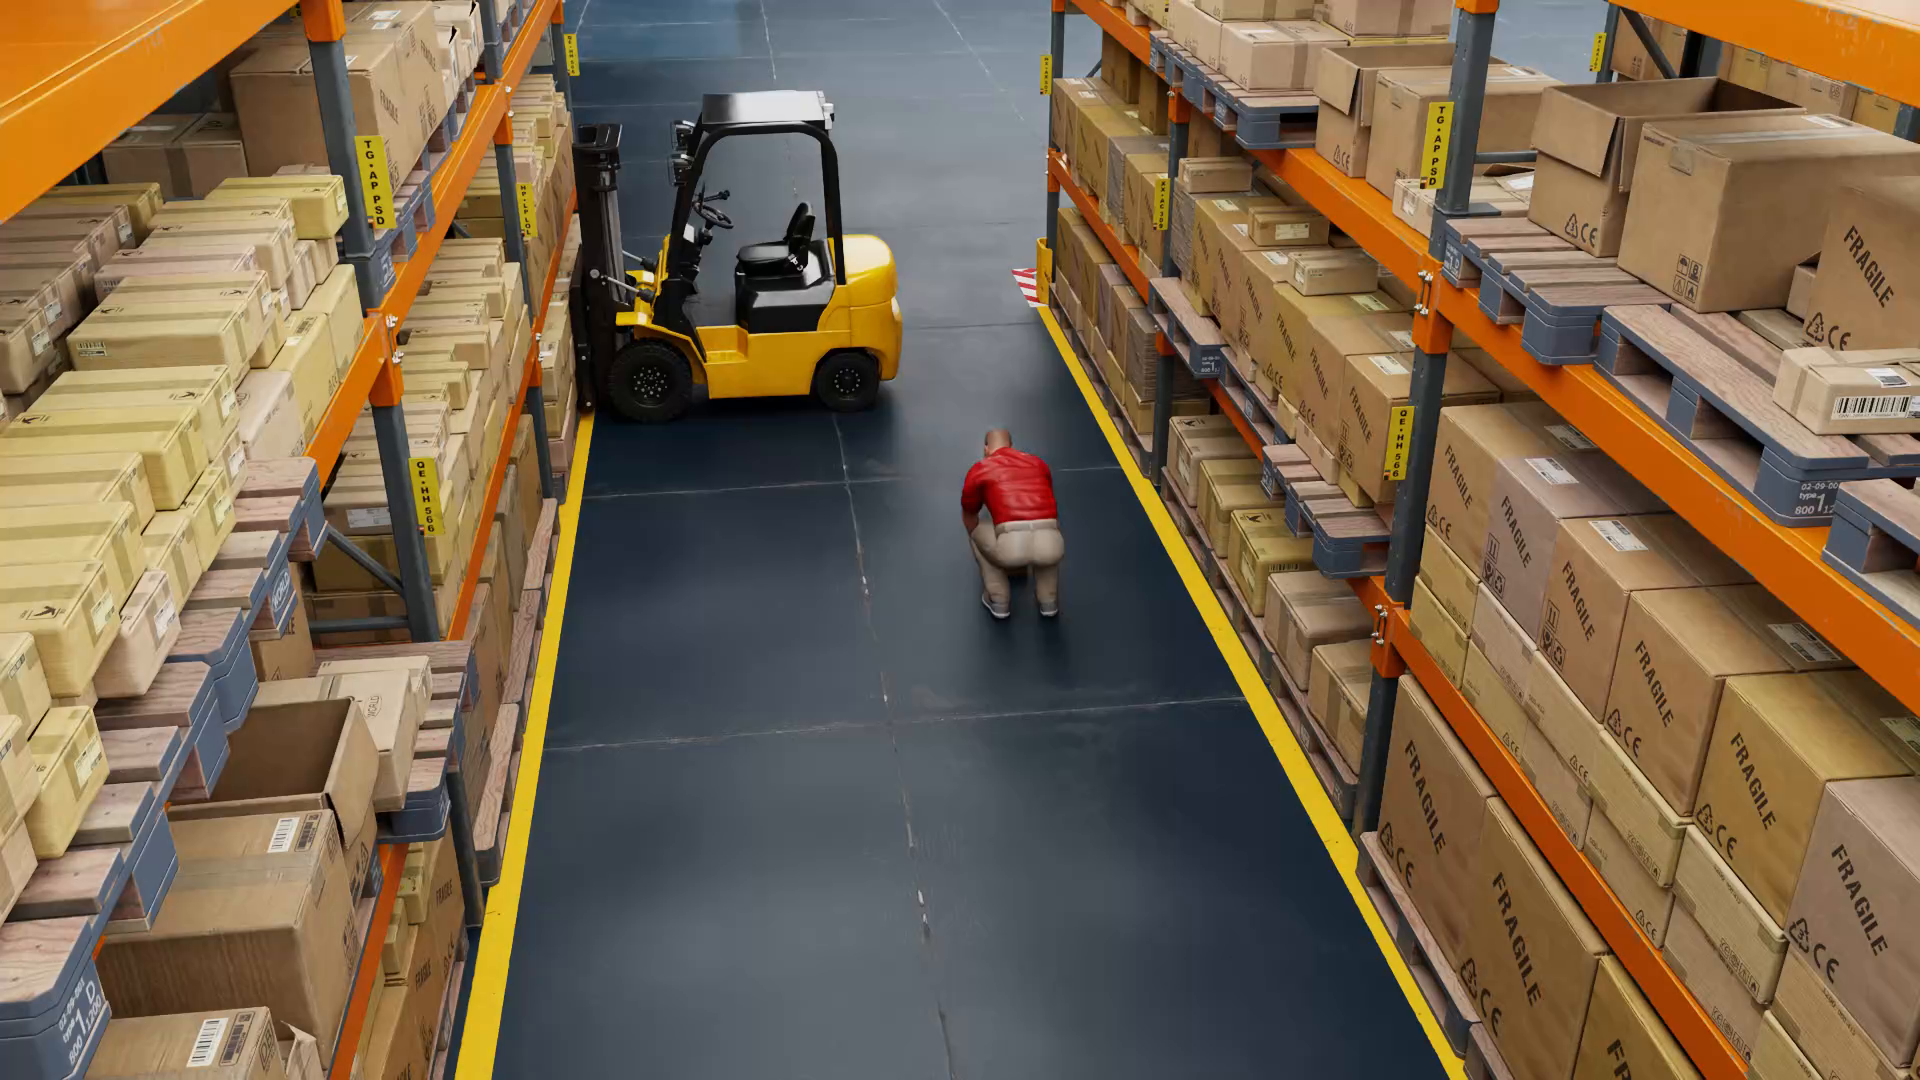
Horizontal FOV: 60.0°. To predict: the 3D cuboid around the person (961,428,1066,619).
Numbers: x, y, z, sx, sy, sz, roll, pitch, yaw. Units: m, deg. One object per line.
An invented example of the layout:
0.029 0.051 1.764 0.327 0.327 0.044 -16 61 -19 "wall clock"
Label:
0.311 -0.085 9.669 0.571 0.948 0.886 -4 27 -7 "person"
